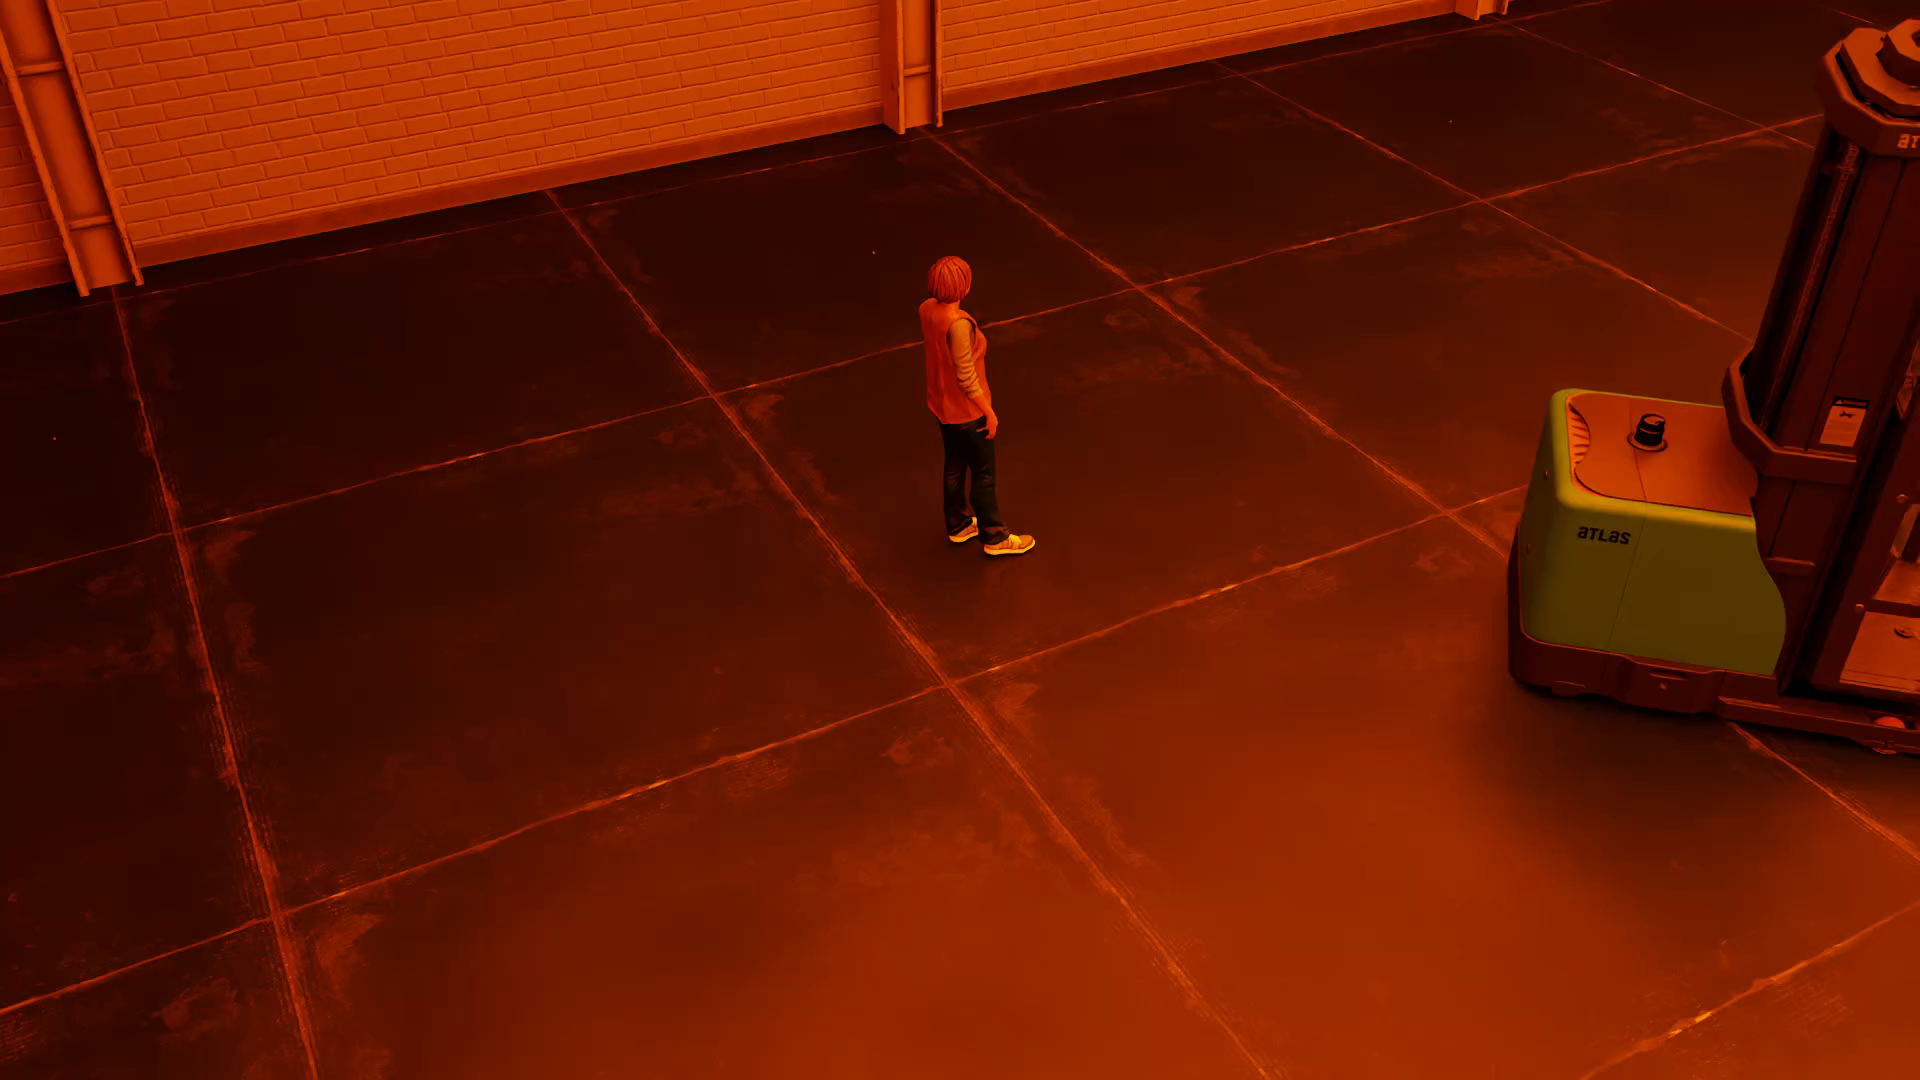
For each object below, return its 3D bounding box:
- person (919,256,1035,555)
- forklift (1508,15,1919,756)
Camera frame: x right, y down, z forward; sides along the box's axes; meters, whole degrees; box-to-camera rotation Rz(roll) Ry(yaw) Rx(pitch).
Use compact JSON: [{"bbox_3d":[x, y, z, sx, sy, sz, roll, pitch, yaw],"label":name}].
[{"bbox_3d":[0.074,-0.669,8.214,0.473,1.599,0.514,-17,39,-23],"label":"person"},{"bbox_3d":[4.121,-0.566,6.923,3.031,2.935,1.130,8,36,12],"label":"forklift"}]
